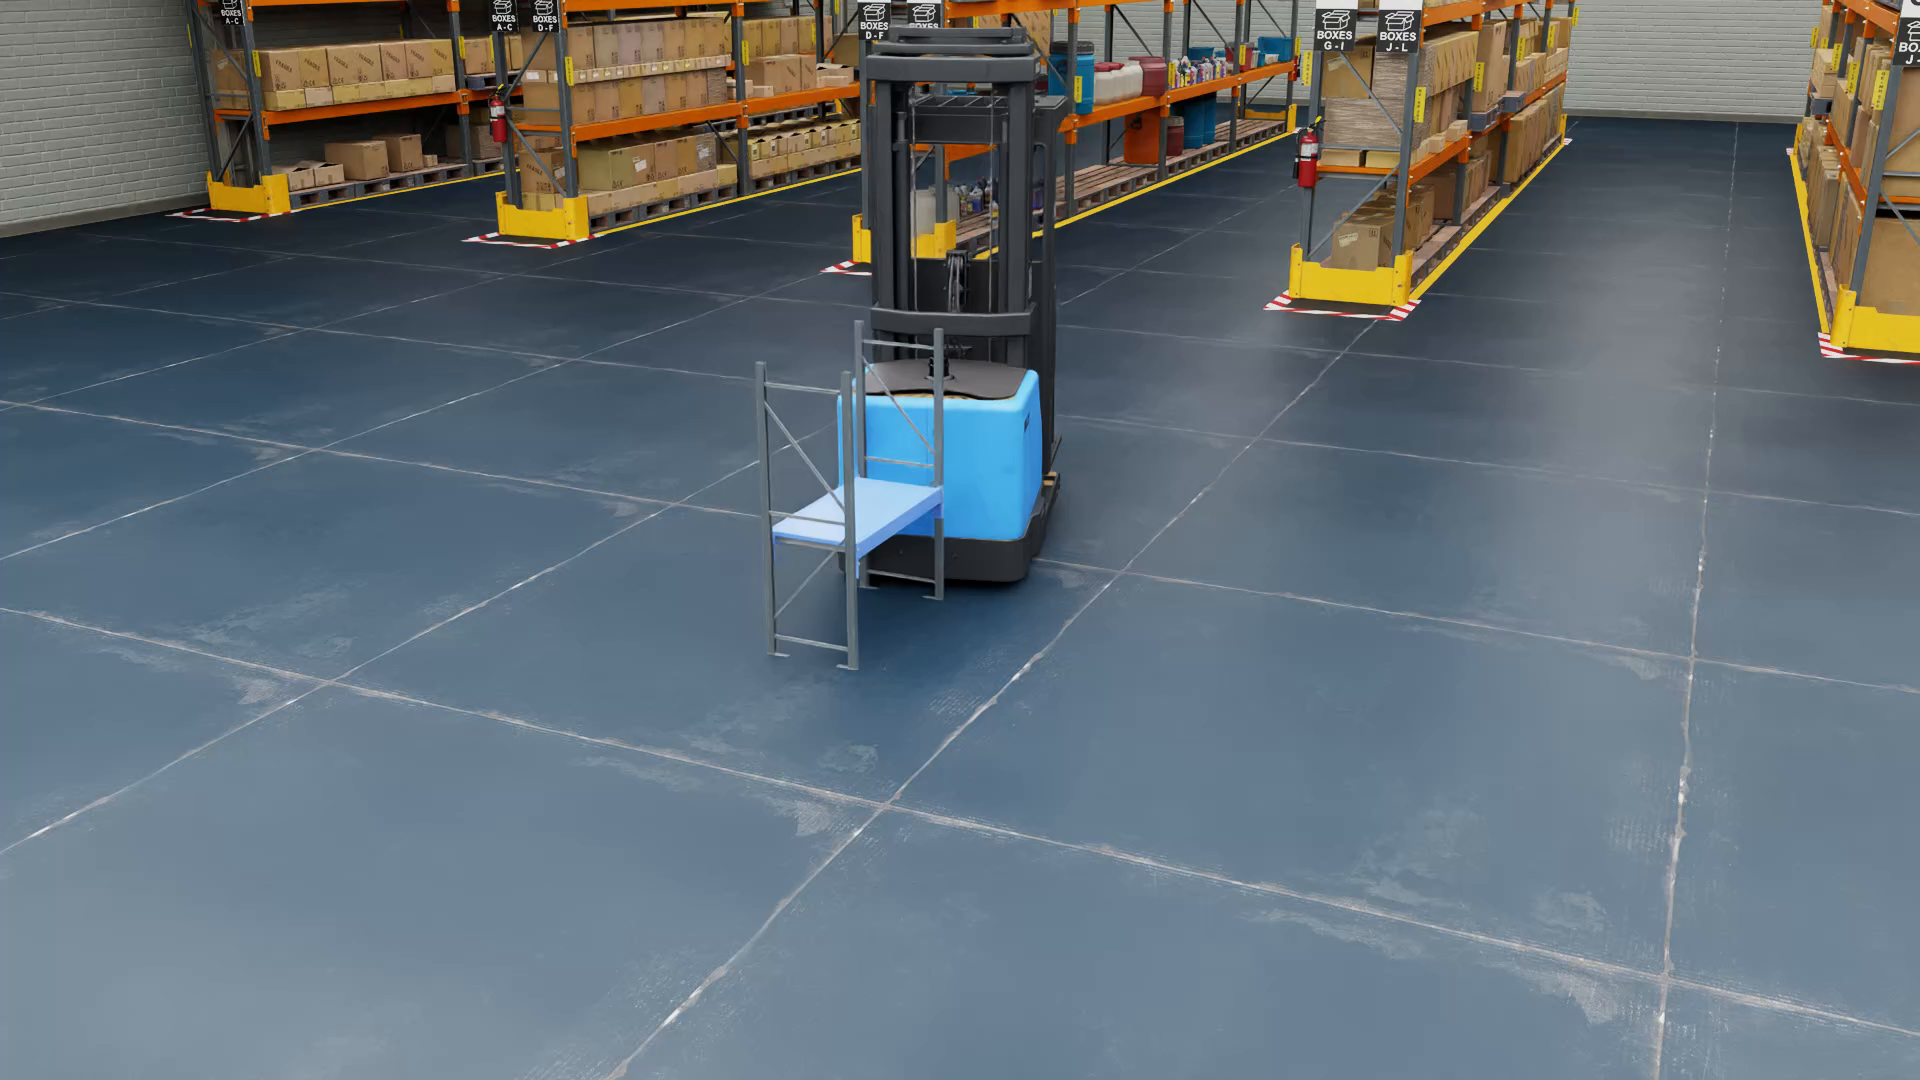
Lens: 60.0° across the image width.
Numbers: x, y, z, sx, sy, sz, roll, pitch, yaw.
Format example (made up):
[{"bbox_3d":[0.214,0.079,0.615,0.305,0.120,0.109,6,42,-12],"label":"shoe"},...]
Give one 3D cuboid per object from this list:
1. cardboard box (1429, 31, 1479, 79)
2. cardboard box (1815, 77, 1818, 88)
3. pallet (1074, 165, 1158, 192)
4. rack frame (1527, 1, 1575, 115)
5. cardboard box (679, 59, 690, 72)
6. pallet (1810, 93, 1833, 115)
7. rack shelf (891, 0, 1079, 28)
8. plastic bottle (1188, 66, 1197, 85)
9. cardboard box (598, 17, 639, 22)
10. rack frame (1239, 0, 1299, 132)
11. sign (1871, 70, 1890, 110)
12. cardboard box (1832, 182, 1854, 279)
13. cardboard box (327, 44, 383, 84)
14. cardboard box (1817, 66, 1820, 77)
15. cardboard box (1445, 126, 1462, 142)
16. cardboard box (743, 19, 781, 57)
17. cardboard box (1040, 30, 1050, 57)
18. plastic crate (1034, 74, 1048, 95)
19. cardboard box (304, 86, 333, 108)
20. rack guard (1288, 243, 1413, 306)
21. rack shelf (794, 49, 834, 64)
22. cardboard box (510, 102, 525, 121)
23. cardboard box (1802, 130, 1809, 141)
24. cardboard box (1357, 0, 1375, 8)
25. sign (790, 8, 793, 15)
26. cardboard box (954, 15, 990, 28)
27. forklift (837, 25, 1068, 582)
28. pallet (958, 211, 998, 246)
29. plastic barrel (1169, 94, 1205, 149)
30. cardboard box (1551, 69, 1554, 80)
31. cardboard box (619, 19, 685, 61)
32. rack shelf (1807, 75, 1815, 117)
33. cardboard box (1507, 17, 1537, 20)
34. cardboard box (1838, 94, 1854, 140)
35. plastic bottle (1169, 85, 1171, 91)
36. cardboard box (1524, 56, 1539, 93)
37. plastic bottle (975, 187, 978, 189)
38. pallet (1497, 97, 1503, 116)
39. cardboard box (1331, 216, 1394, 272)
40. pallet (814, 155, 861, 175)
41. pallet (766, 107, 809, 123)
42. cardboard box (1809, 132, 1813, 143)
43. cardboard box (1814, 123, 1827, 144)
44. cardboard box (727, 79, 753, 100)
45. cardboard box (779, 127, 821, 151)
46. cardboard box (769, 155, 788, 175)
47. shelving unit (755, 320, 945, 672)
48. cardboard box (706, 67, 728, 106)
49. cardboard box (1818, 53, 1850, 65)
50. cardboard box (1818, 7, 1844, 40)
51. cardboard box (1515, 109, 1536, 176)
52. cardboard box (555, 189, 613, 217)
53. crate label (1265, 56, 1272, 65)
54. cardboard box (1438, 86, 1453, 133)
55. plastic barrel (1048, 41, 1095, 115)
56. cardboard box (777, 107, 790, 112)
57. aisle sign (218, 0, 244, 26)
[{"bbox_3d":[5.605,-5.540,18.984,0.500,0.500,0.500,9,21,23],"label":"cardboard box"},{"bbox_3d":[12.081,-6.337,23.058,0.380,0.149,0.250,8,21,20],"label":"cardboard box"},{"bbox_3d":[2.305,-5.414,24.877,1.003,0.211,1.213,9,21,23],"label":"pallet"},{"bbox_3d":[10.452,-8.725,30.026,1.000,3.000,0.127,9,21,23],"label":"rack frame"},{"bbox_3d":[-3.832,-6.347,22.221,0.380,0.149,0.250,8,21,22],"label":"cardboard box"},{"bbox_3d":[11.855,-5.710,21.835,1.213,0.211,1.003,9,21,23],"label":"pallet"},{"bbox_3d":[0.201,-6.199,19.521,1.077,0.370,4.000,9,21,23],"label":"rack shelf"},{"bbox_3d":[3.698,-7.413,26.521,0.152,0.276,0.135,9,21,23],"label":"plastic bottle"},{"bbox_3d":[-5.948,-8.981,29.003,0.500,0.250,0.500,9,22,24],"label":"cardboard box"},{"bbox_3d":[5.934,-9.405,31.937,1.000,3.000,0.127,9,21,23],"label":"rack frame"},{"bbox_3d":[7.895,-3.858,14.260,0.100,0.325,0.005,9,21,23],"label":"sign"},{"bbox_3d":[9.335,-3.083,16.707,0.875,0.875,0.875,9,21,23],"label":"cardboard box"},{"bbox_3d":[-8.558,-6.736,23.508,0.500,0.500,0.500,9,22,24],"label":"cardboard box"},{"bbox_3d":[12.078,-6.475,23.003,0.380,0.149,0.250,8,21,22],"label":"cardboard box"},{"bbox_3d":[5.450,-4.597,18.794,0.380,0.149,0.250,9,21,23],"label":"cardboard box"},{"bbox_3d":[-4.202,-10.069,33.356,0.980,0.700,0.700,8,21,21],"label":"cardboard box"},{"bbox_3d":[1.481,-9.958,33.345,0.500,0.500,0.500,9,22,24],"label":"cardboard box"},{"bbox_3d":[0.939,-5.957,22.146,0.402,0.464,0.583,9,21,23],"label":"plastic crate"},{"bbox_3d":[-8.968,-6.078,22.777,0.500,0.250,0.500,8,21,21],"label":"cardboard box"},{"bbox_3d":[3.931,-2.680,16.757,1.175,0.500,0.348,9,21,23],"label":"rack guard"},{"bbox_3d":[-3.924,-9.814,34.161,1.077,0.370,4.000,9,21,23],"label":"rack shelf"},{"bbox_3d":[-7.346,-7.001,27.132,0.500,0.250,0.500,8,21,21],"label":"cardboard box"},{"bbox_3d":[14.100,-6.657,27.395,0.380,0.149,0.250,9,22,24],"label":"cardboard box"},{"bbox_3d":[3.866,-5.359,16.308,0.500,0.250,0.500,9,22,24],"label":"cardboard box"},{"bbox_3d":[-3.609,-11.287,35.820,0.100,0.325,0.005,9,21,23],"label":"sign"},{"bbox_3d":[0.228,-9.486,30.525,0.500,0.500,0.500,9,22,24],"label":"cardboard box"},{"bbox_3d":[0.053,-1.607,10.113,1.130,2.935,3.031,3,20,8],"label":"forklift"},{"bbox_3d":[0.208,-3.849,20.476,1.003,0.211,1.213,9,21,23],"label":"pallet"},{"bbox_3d":[3.767,-7.011,27.710,0.600,0.901,0.708,9,21,23],"label":"plastic barrel"},{"bbox_3d":[9.664,-7.749,27.655,0.380,0.149,0.250,8,21,22],"label":"cardboard box"},{"bbox_3d":[-4.085,-6.631,22.054,0.700,0.500,0.500,9,21,23],"label":"cardboard box"},{"bbox_3d":[14.117,-7.063,26.427,1.077,0.370,4.000,9,21,23],"label":"rack shelf"},{"bbox_3d":[9.805,-8.885,29.138,0.500,0.500,0.500,8,21,21],"label":"cardboard box"},{"bbox_3d":[10.199,-4.743,18.680,0.500,0.500,0.500,8,21,22],"label":"cardboard box"},{"bbox_3d":[3.130,-6.989,25.329,0.152,0.276,0.135,9,21,23],"label":"plastic bottle"},{"bbox_3d":[8.455,-7.058,25.189,0.500,0.500,0.500,8,21,22],"label":"cardboard box"},{"bbox_3d":[0.207,-4.361,21.169,0.097,0.271,0.097,0,20,0],"label":"plastic bottle"},{"bbox_3d":[6.403,-5.578,21.464,1.003,0.211,1.213,9,21,23],"label":"pallet"},{"bbox_3d":[4.171,-3.043,17.152,0.500,0.500,0.500,13,23,33],"label":"cardboard box"},{"bbox_3d":[-2.233,-6.080,26.750,1.003,0.211,1.213,9,21,23],"label":"pallet"},{"bbox_3d":[-3.862,-8.823,34.464,1.003,0.211,1.213,9,21,23],"label":"pallet"},{"bbox_3d":[13.370,-6.231,25.753,0.380,0.149,0.250,8,21,22],"label":"cardboard box"},{"bbox_3d":[12.538,-5.812,23.818,0.500,0.250,0.500,9,22,24],"label":"cardboard box"},{"bbox_3d":[-3.336,-6.503,24.002,0.500,0.250,0.500,10,22,26],"label":"cardboard box"},{"bbox_3d":[-2.473,-6.146,25.414,0.500,0.311,0.500,9,22,24],"label":"cardboard box"},{"bbox_3d":[-2.896,-5.565,24.617,0.500,0.250,0.500,9,22,24],"label":"cardboard box"},{"bbox_3d":[-0.526,-0.255,8.447,0.538,1.500,1.048,8,21,23],"label":"shelving unit"},{"bbox_3d":[-3.674,-6.328,23.136,0.700,0.500,0.500,8,21,21],"label":"cardboard box"},{"bbox_3d":[12.188,-6.698,23.186,0.380,0.149,0.250,9,22,25],"label":"cardboard box"},{"bbox_3d":[14.076,-8.260,26.633,0.500,0.500,0.500,8,21,21],"label":"cardboard box"},{"bbox_3d":[7.850,-5.956,24.784,1.225,0.875,0.875,9,21,23],"label":"cardboard box"},{"bbox_3d":[-4.713,-4.230,20.864,0.500,0.250,0.500,9,21,23],"label":"cardboard box"},{"bbox_3d":[5.541,-8.860,30.708,0.396,0.136,0.243,9,21,23],"label":"crate label"},{"bbox_3d":[4.948,-4.800,18.397,0.875,0.500,0.500,9,21,23],"label":"cardboard box"},{"bbox_3d":[1.454,-6.049,21.753,0.600,0.901,0.708,9,21,23],"label":"plastic barrel"},{"bbox_3d":[-3.922,-9.086,34.144,0.700,0.500,0.500,9,22,24],"label":"cardboard box"},{"bbox_3d":[-9.412,-7.035,21.393,0.394,0.787,0.004,9,21,23],"label":"aisle sign"}]
